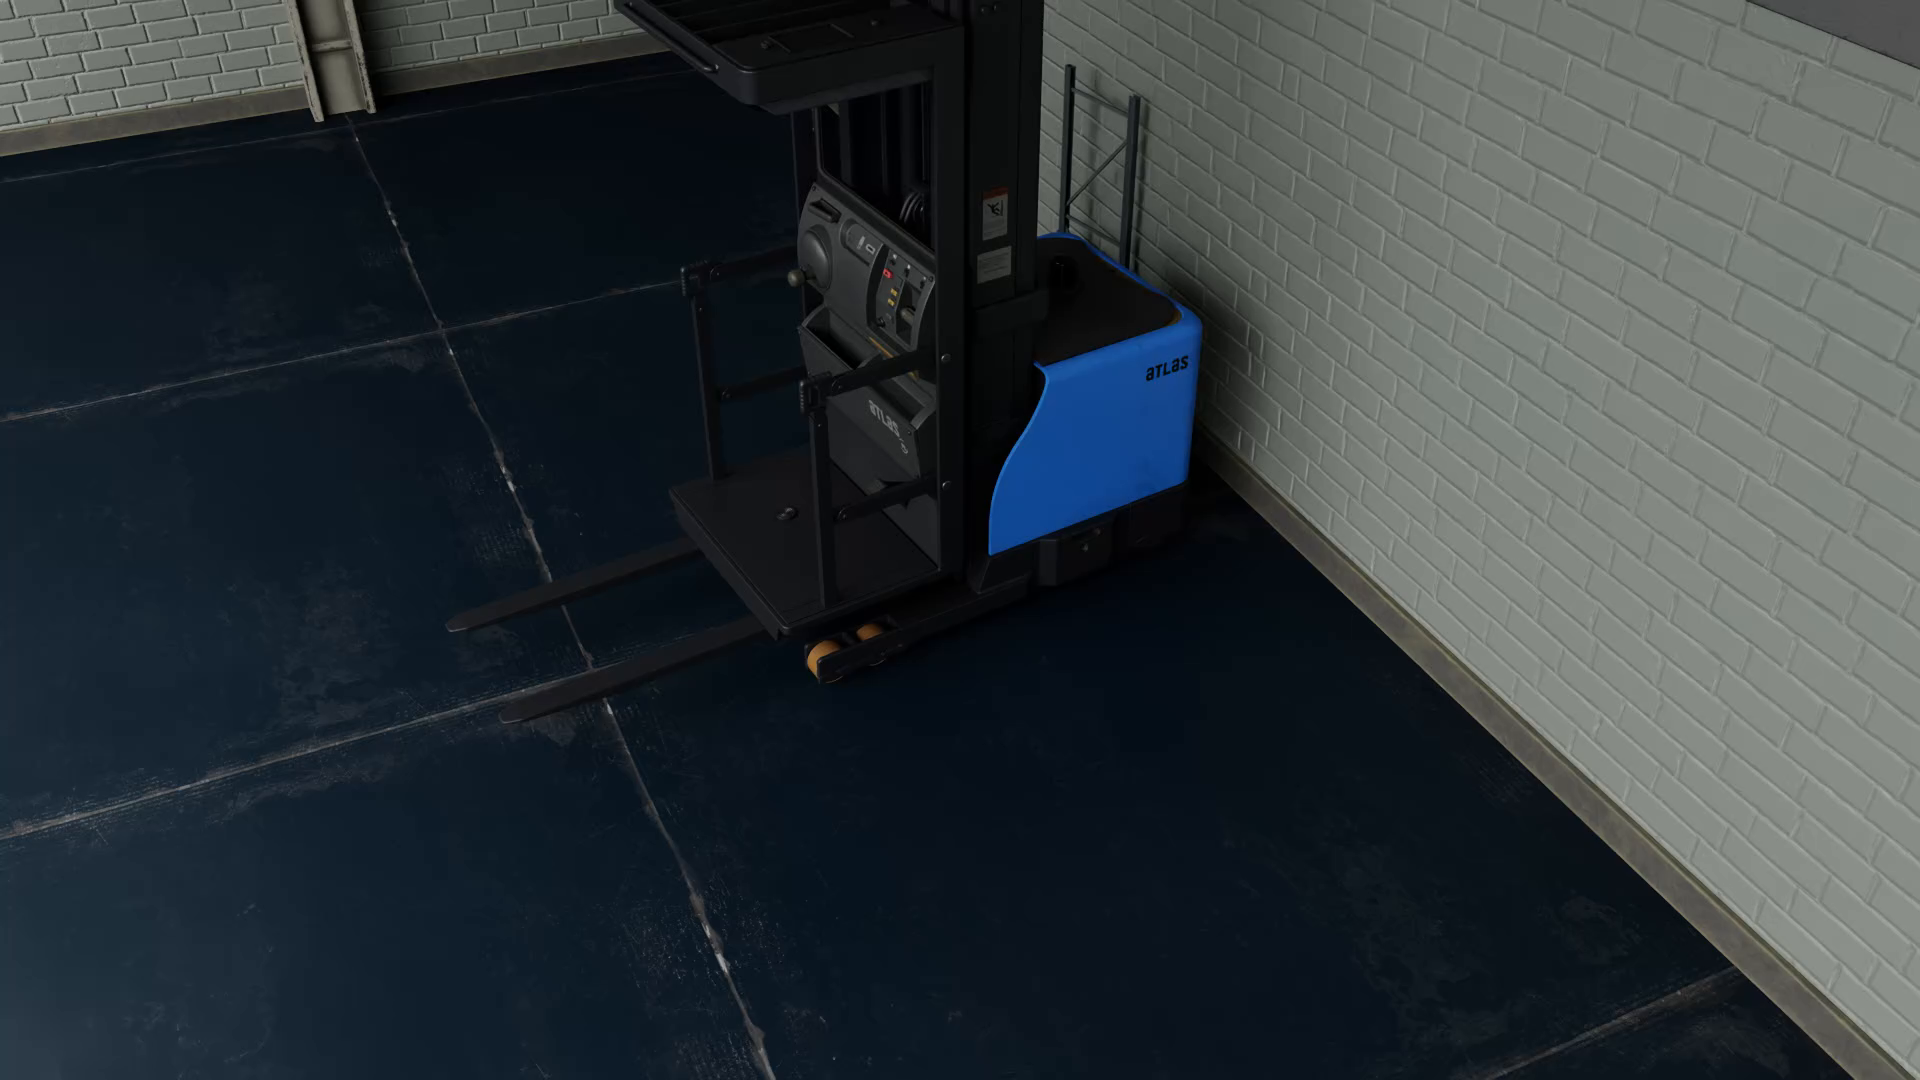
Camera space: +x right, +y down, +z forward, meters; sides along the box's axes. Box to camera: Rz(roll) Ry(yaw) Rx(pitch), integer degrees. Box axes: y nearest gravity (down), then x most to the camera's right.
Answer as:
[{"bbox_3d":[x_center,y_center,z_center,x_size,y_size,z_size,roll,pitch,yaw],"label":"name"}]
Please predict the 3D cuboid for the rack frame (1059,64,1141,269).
[{"bbox_3d":[0.644,-1.480,7.987,0.032,1.500,0.500,-23,42,-28],"label":"rack frame"}]

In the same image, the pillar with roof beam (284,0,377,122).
[{"bbox_3d":[-2.305,-4.182,5.335,0.400,9.000,9.100,-16,39,-20],"label":"pillar with roof beam"}]

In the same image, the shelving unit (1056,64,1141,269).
[{"bbox_3d":[0.232,-1.303,7.747,1.048,1.500,0.538,-23,42,-28],"label":"shelving unit"}]

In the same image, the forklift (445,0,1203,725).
[{"bbox_3d":[-0.533,-0.981,6.112,3.031,2.935,1.130,-20,41,-25],"label":"forklift"}]

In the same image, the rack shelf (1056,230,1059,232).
[{"bbox_3d":[0.232,-1.158,7.855,1.000,0.185,0.538,-23,42,-28],"label":"rack shelf"}]
